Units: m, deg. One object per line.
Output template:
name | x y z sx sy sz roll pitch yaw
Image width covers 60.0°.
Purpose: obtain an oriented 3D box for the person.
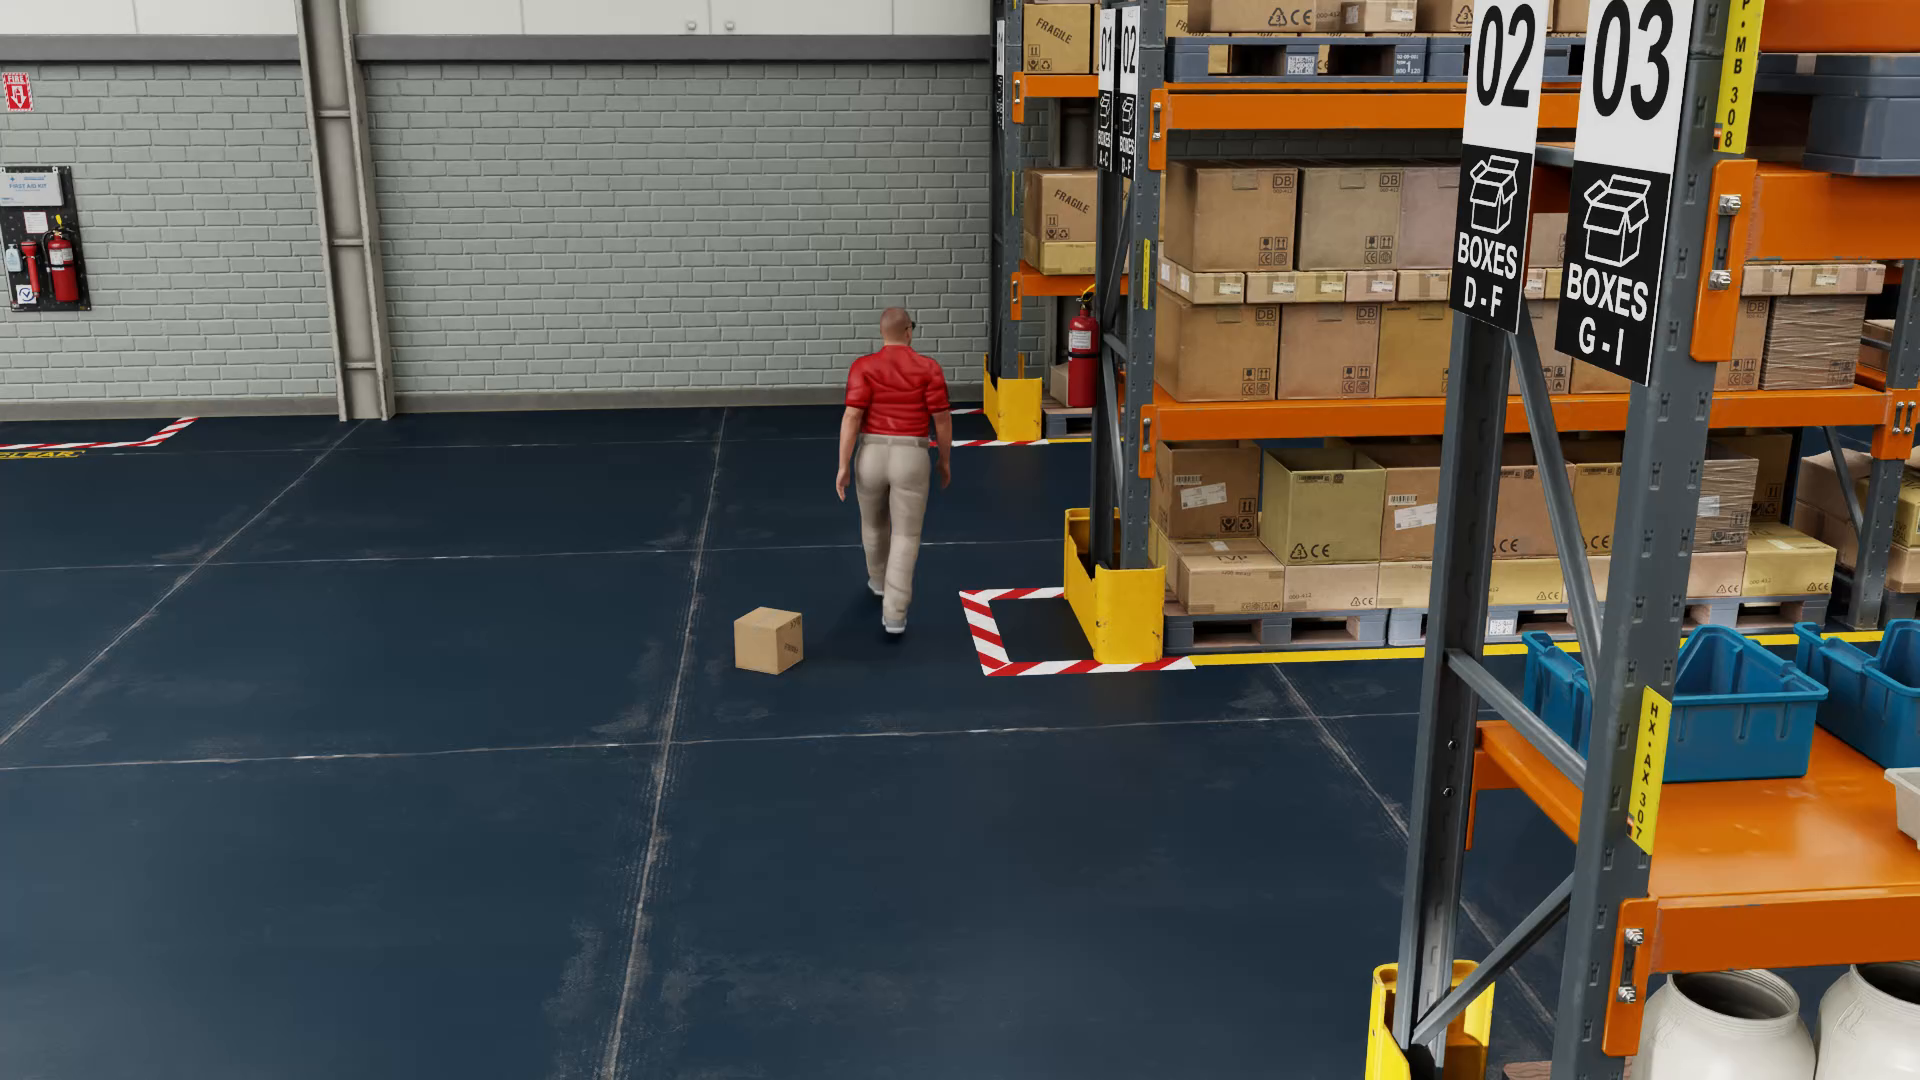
person | -0.333 -0.419 8.950 0.586 1.668 0.965 2 17 8
